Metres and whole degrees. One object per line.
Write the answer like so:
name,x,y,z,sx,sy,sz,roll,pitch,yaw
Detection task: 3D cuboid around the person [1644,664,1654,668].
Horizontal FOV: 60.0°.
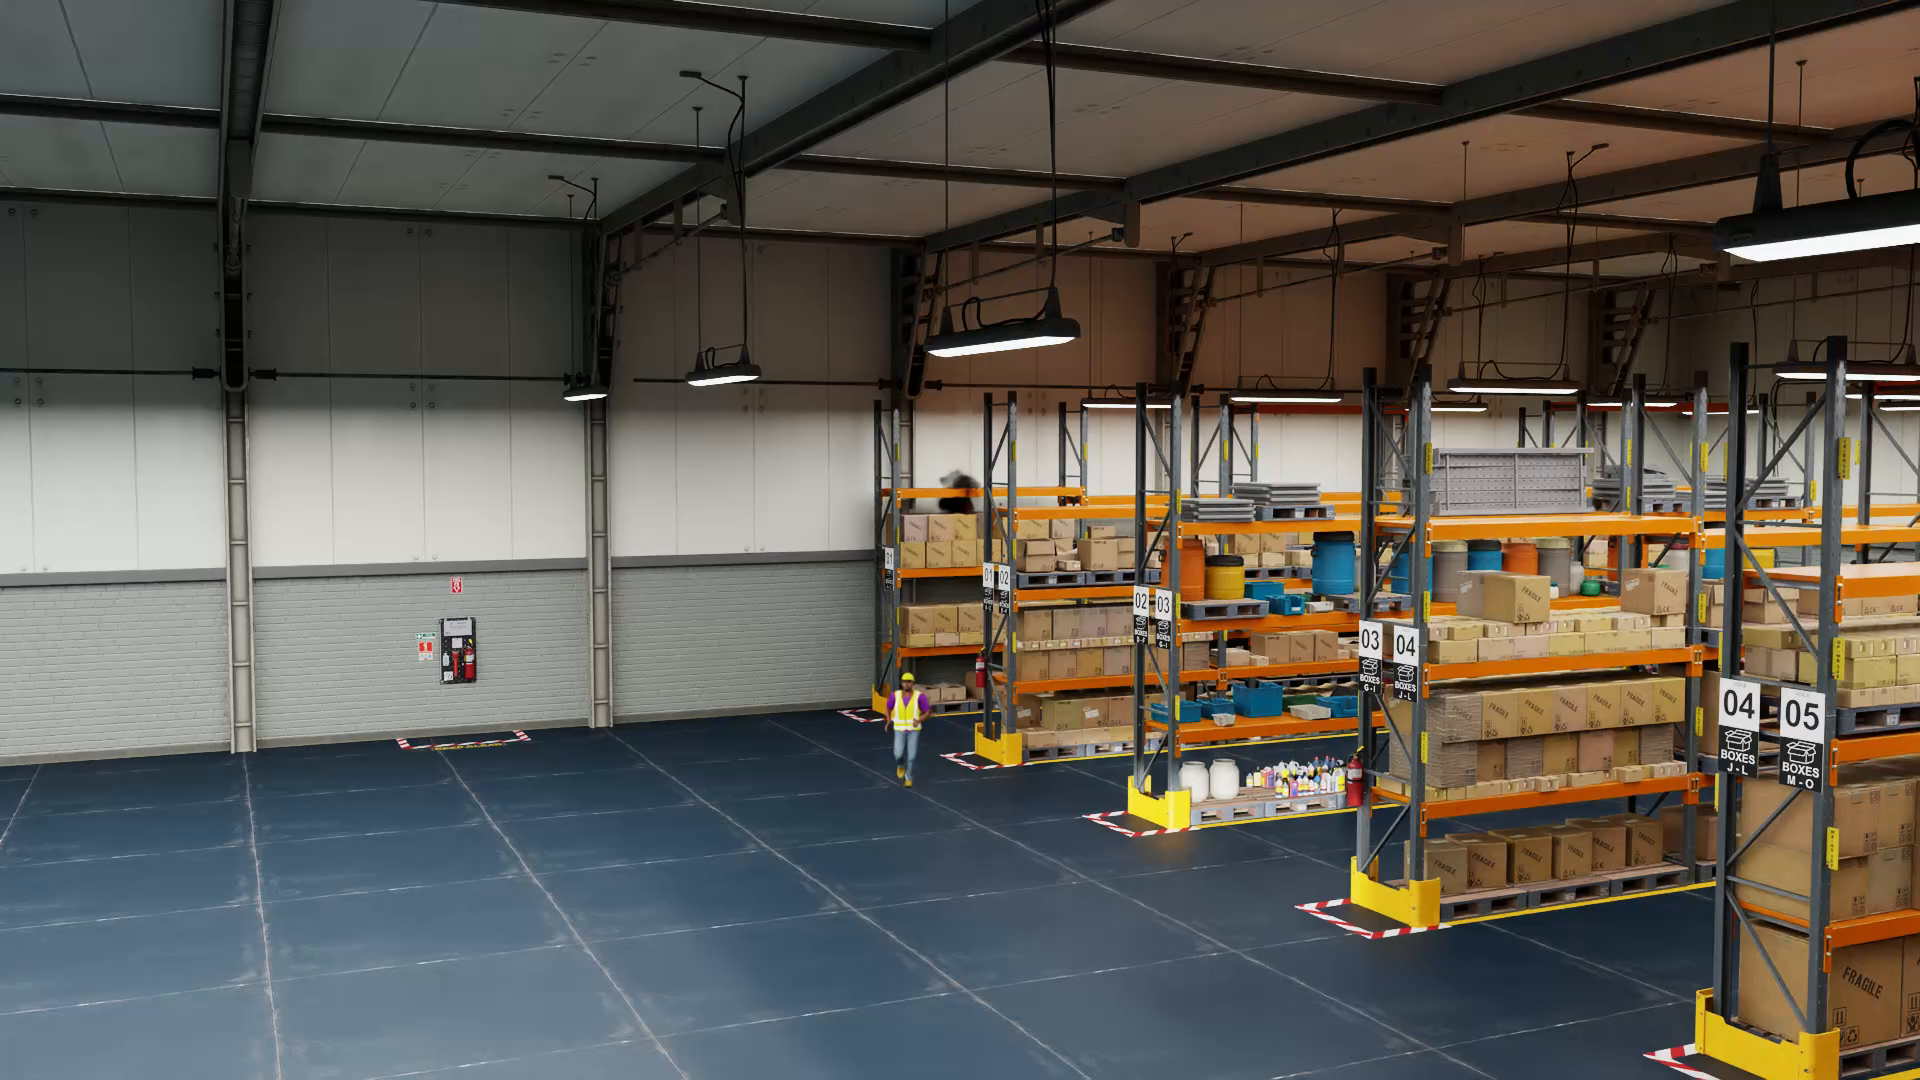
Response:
person,12.598,2.576,30.324,0.508,1.663,0.625,-1,4,-23

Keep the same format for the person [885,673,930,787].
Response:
person,-0.800,2.852,24.946,0.694,1.721,0.569,0,3,4
